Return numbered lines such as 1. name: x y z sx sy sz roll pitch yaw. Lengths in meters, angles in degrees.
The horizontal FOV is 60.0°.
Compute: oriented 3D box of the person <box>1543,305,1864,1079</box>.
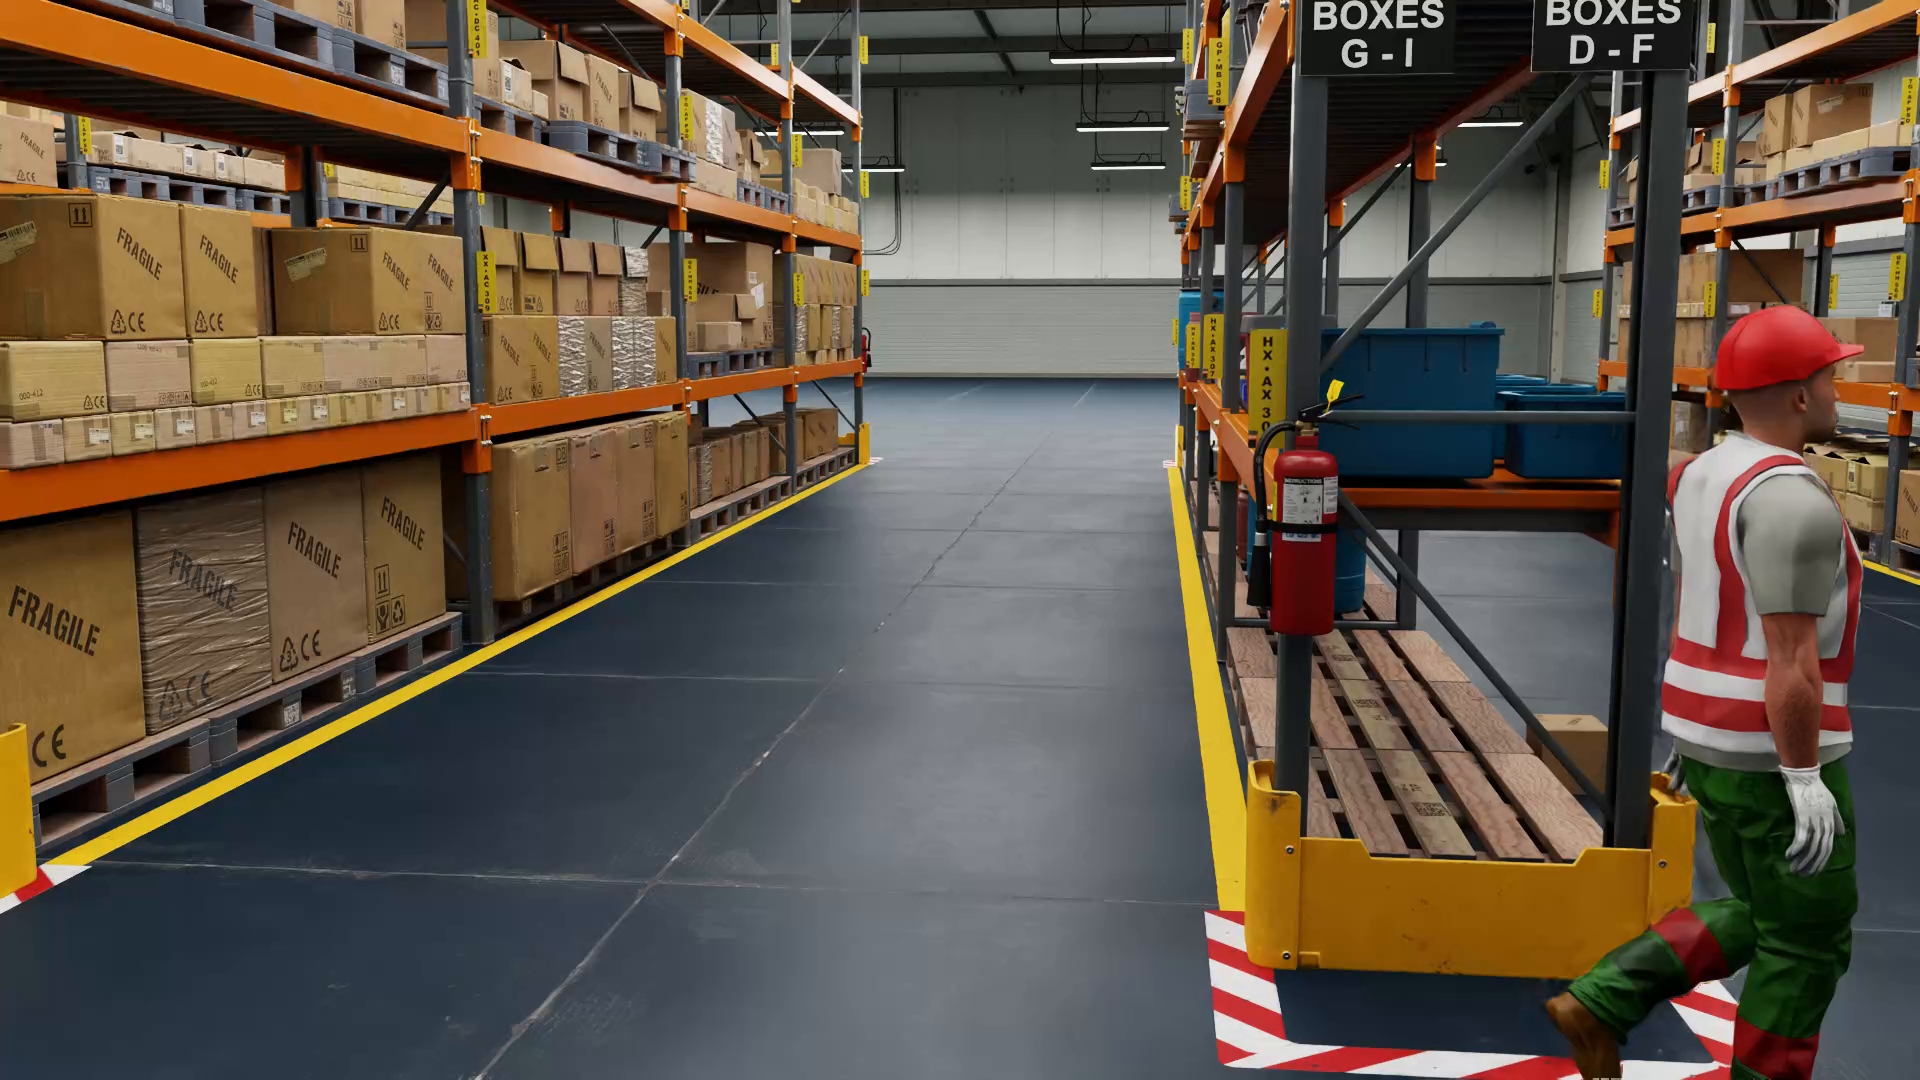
1. person: 1.554 0.422 3.370 0.639 1.779 0.590 0 8 3
